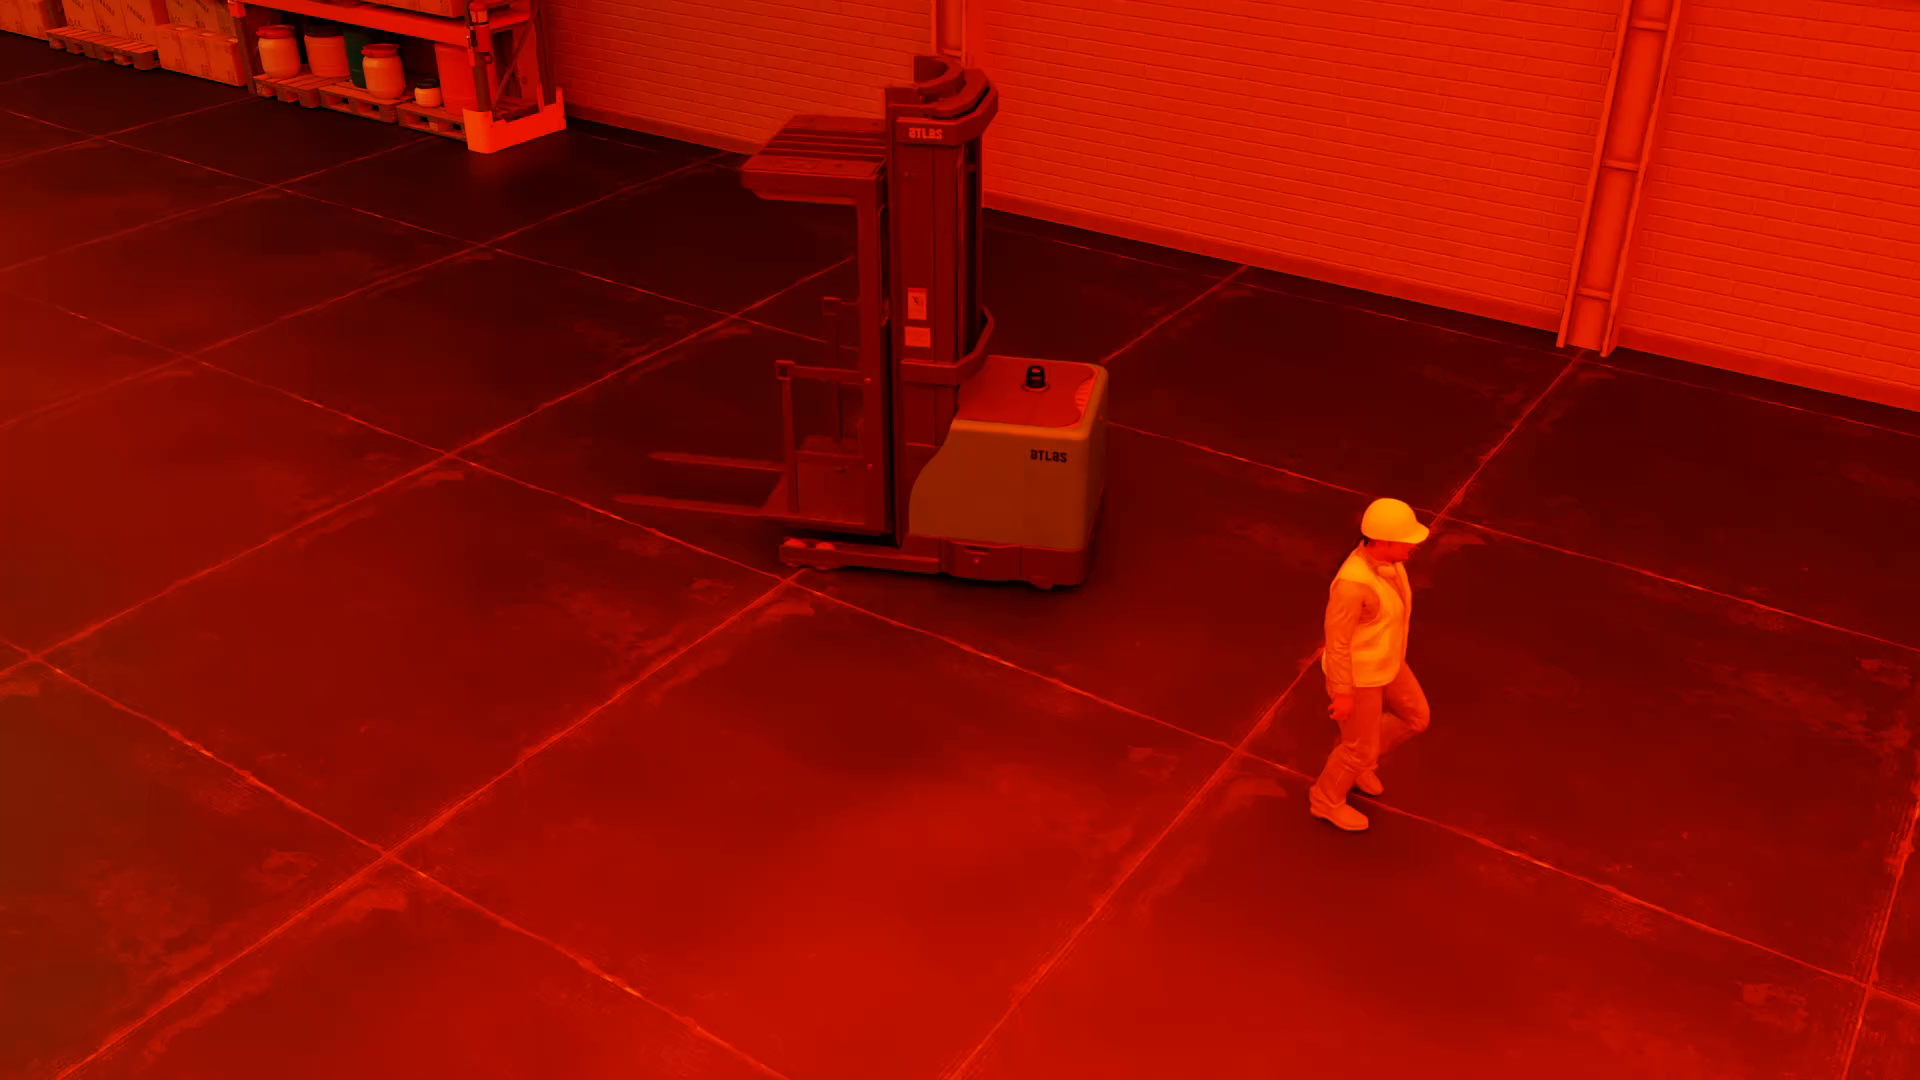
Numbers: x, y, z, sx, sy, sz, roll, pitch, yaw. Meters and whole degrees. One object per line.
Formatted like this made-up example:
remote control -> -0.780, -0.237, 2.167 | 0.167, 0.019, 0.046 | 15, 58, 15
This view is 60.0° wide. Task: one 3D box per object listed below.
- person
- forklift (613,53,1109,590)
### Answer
person -> 1.948, 0.589, 7.742 | 0.484, 1.757, 0.655 | 16, 34, 25
forklift -> -0.645, -1.335, 9.880 | 3.031, 2.935, 1.130 | 6, 31, 10
